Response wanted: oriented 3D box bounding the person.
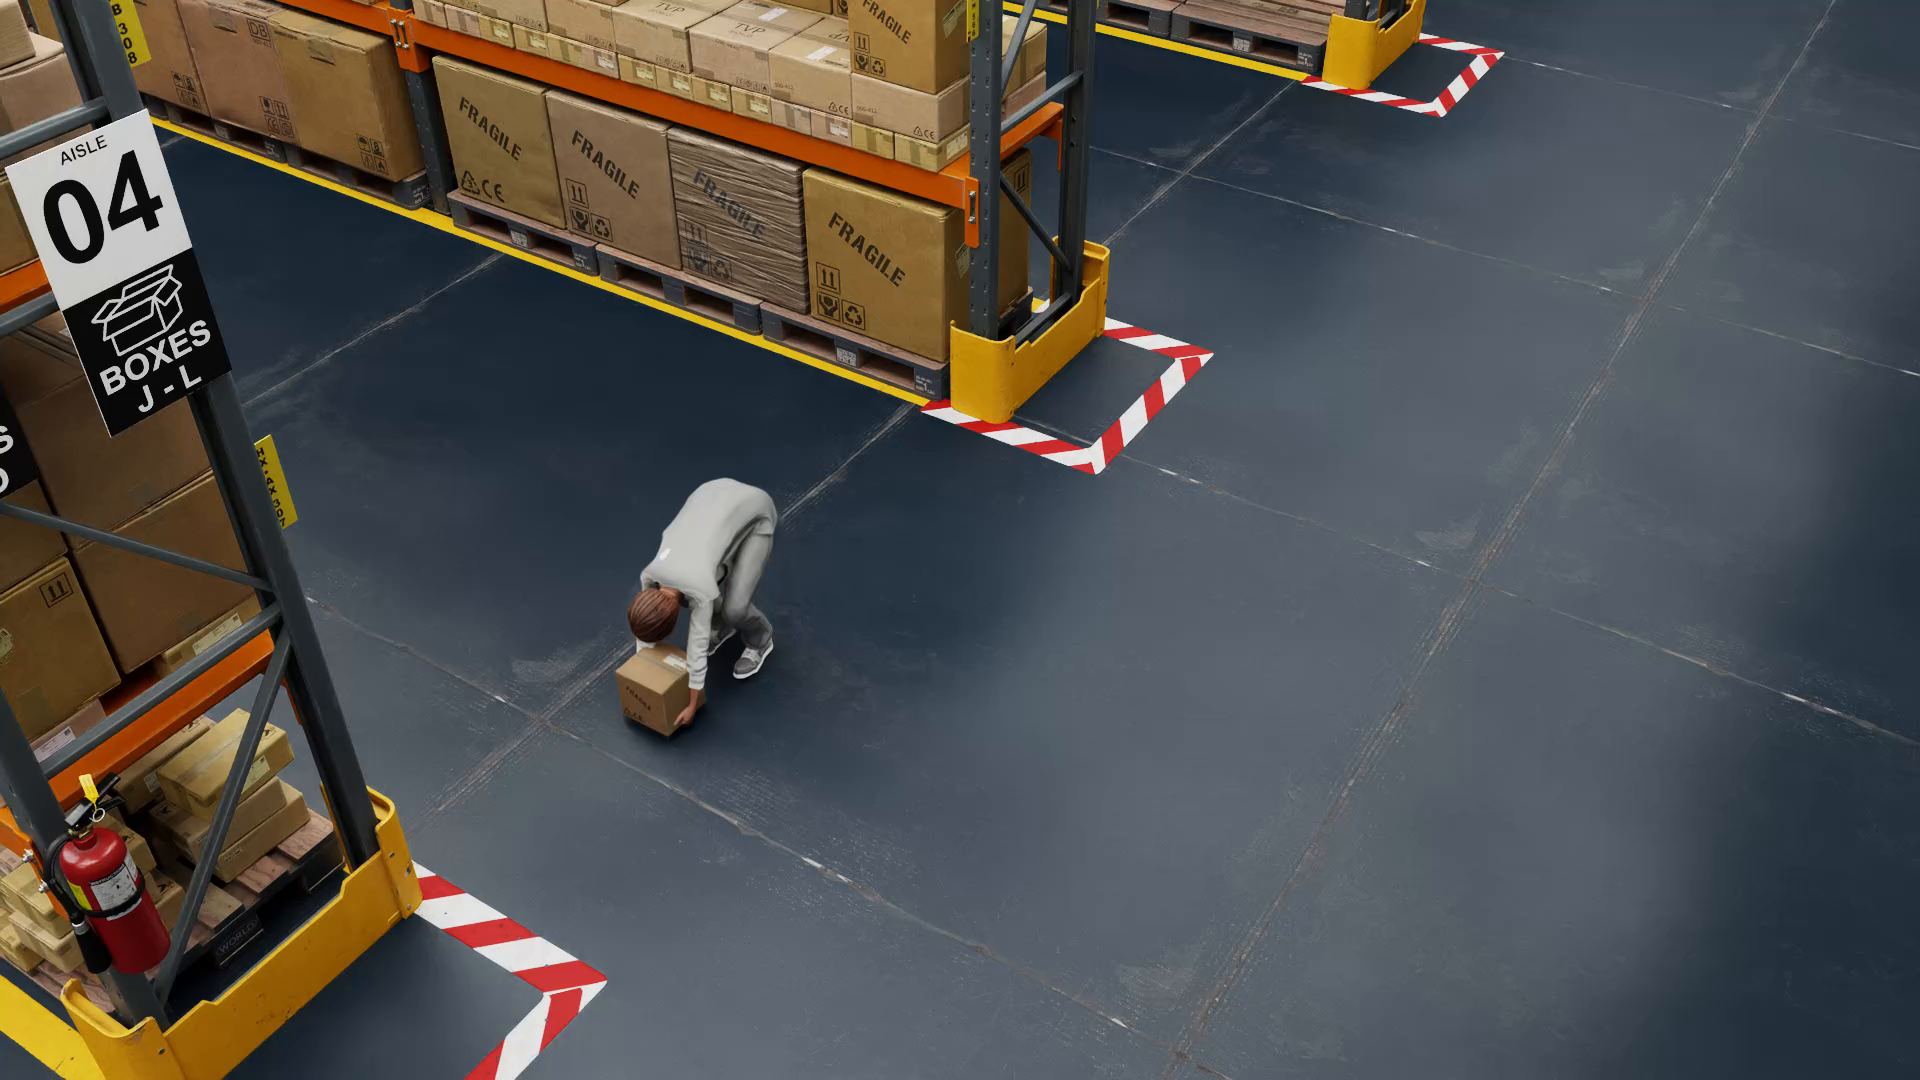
[{"bbox_3d":[-1.069,0.242,6.972,0.426,0.860,0.853,20,43,23],"label":"person"}]
